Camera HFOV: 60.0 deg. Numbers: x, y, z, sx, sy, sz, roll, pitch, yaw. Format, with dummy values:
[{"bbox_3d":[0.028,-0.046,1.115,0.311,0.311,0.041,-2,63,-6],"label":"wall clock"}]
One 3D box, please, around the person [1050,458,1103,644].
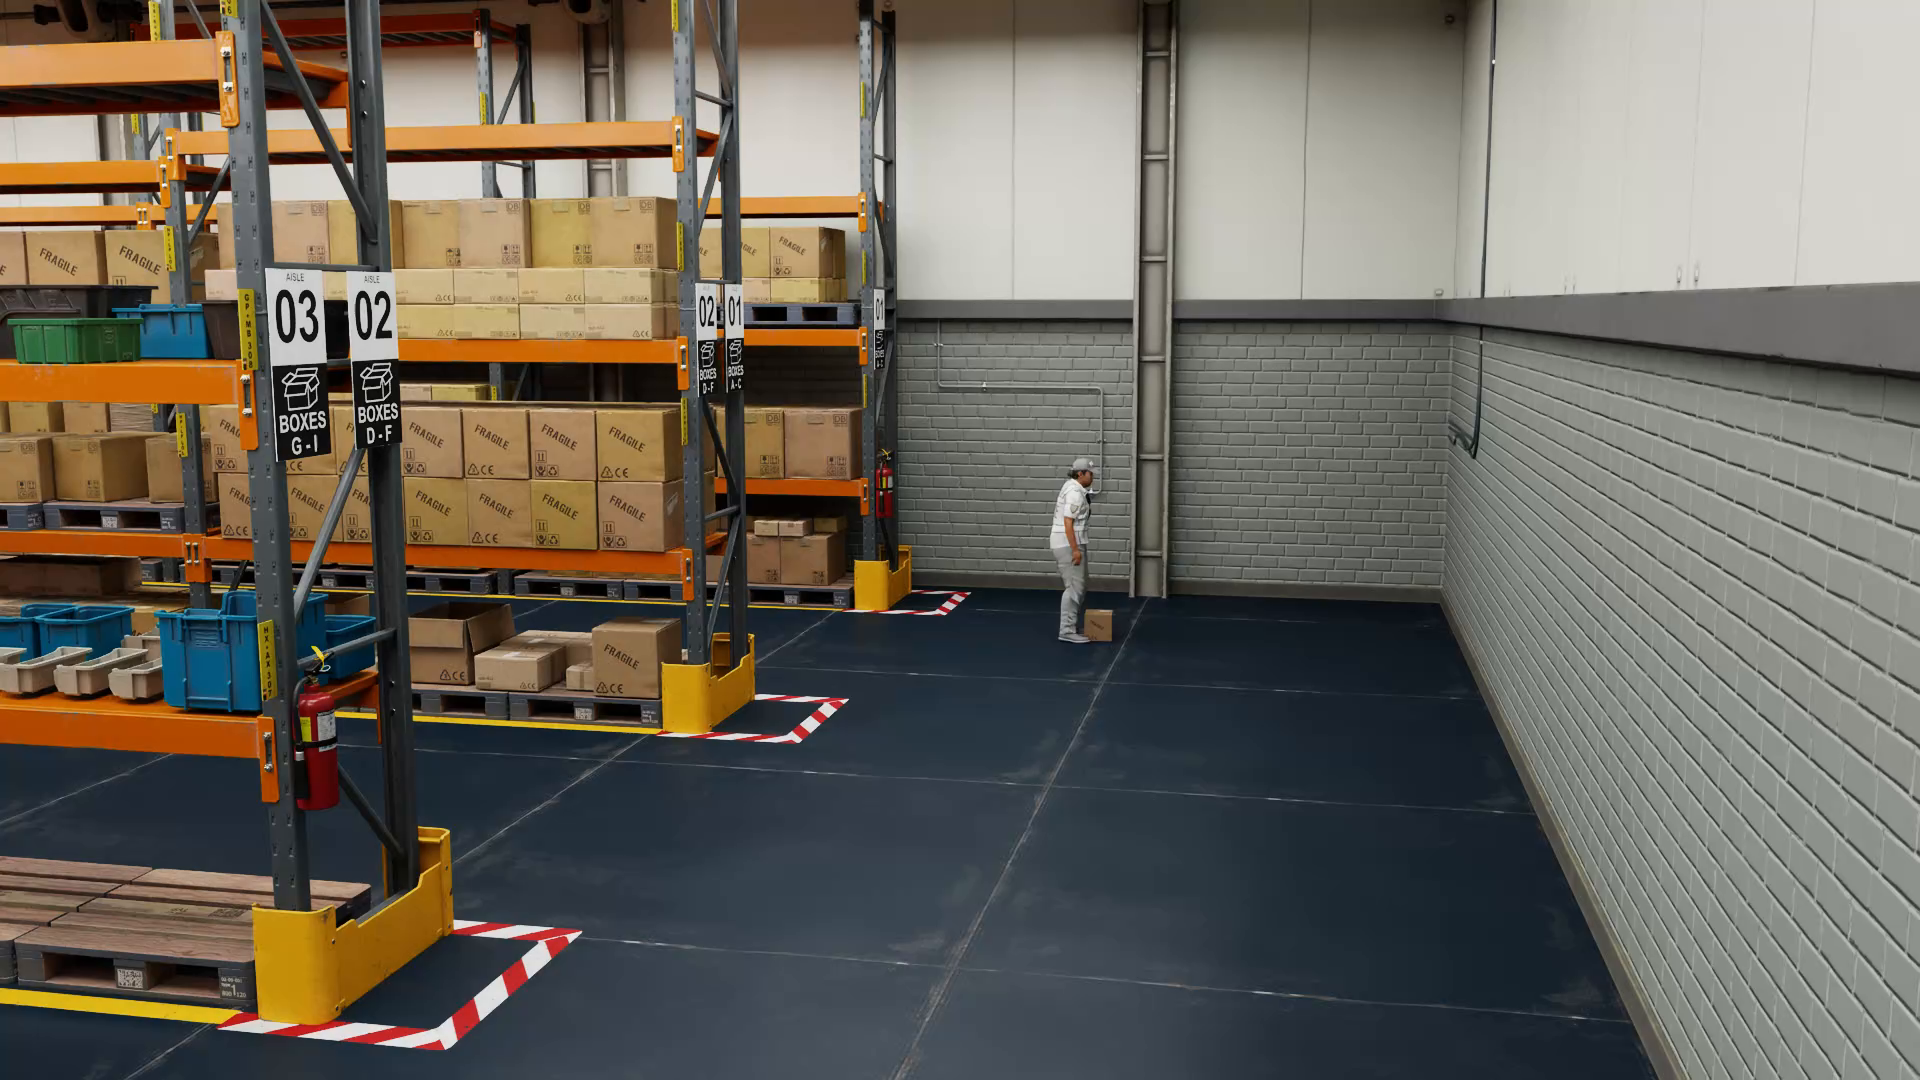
[{"bbox_3d":[1.062,0.079,15.240,0.470,1.666,0.563,1,8,8],"label":"person"}]
